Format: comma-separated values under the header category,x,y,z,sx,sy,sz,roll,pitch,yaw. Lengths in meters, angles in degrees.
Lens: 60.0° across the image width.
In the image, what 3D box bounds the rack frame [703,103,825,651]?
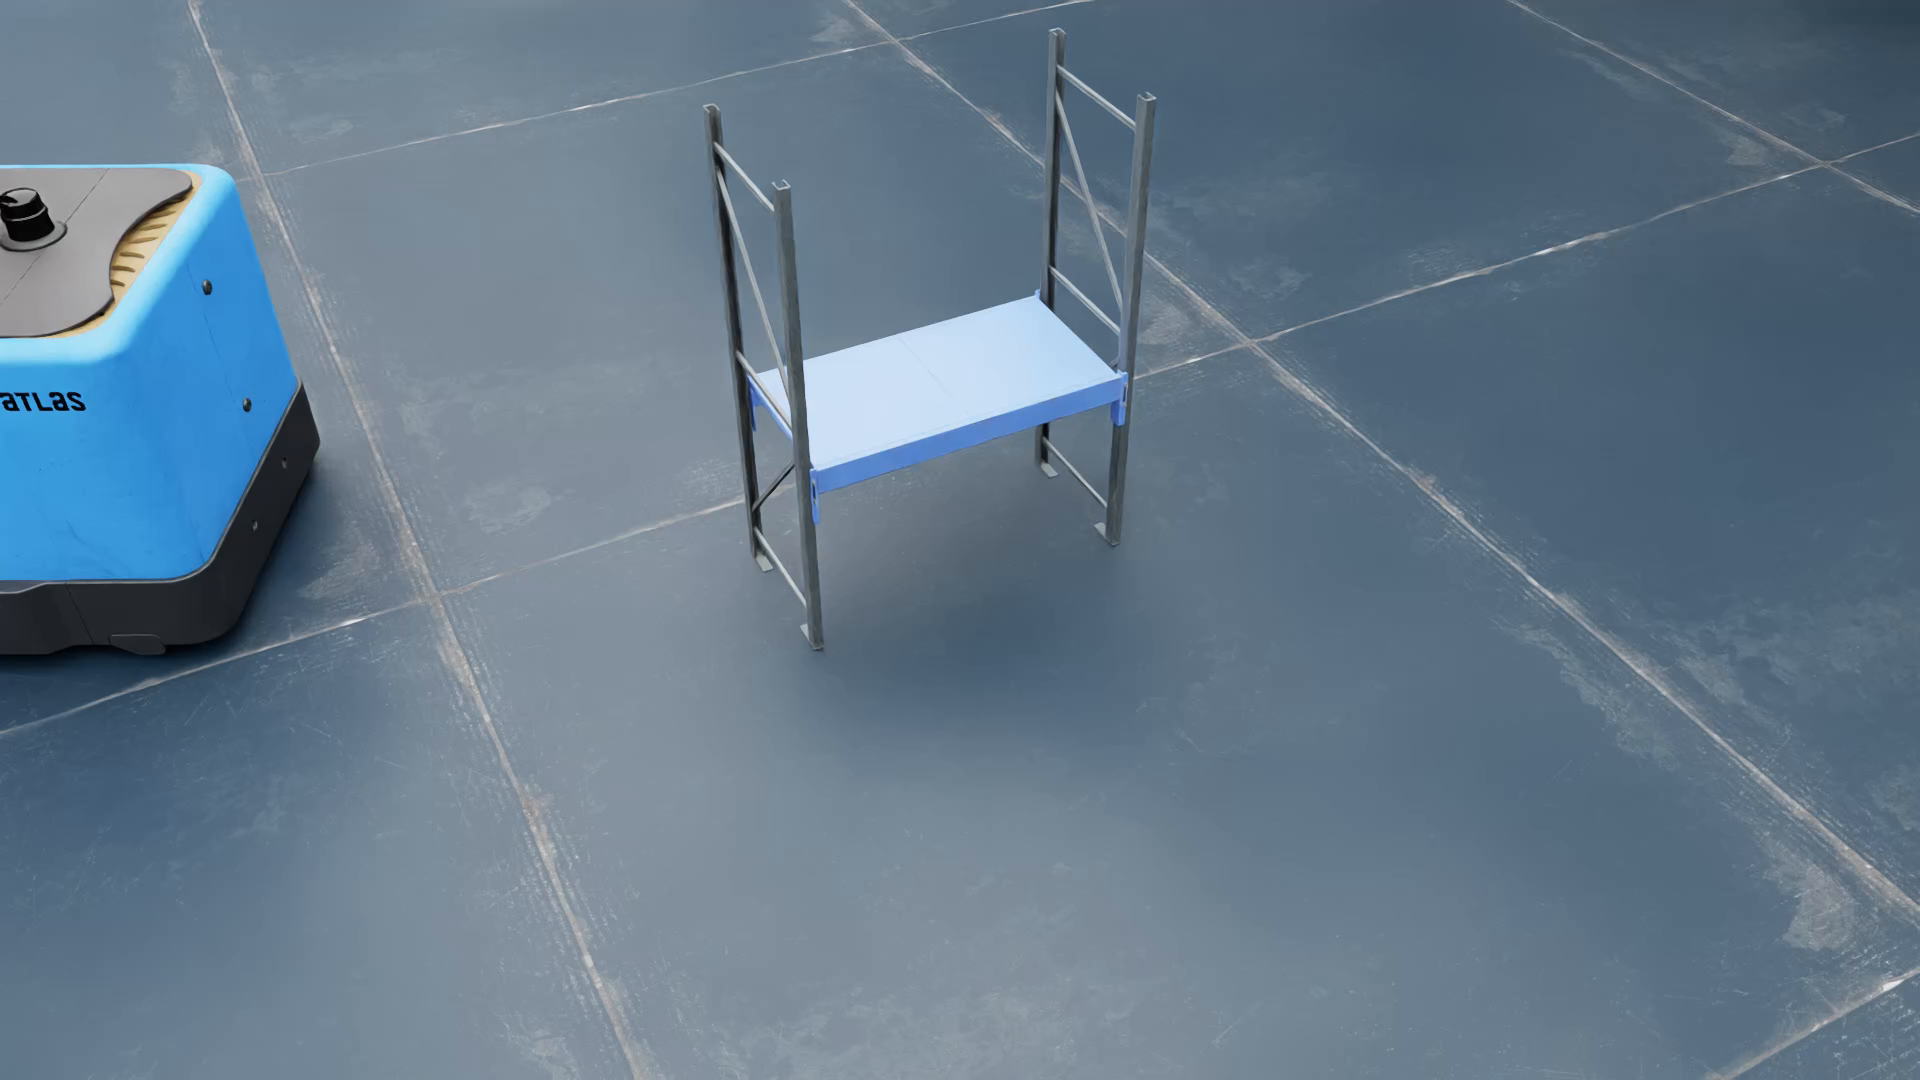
category,x,y,z,sx,sy,sz,roll,pitch,yaw
rack frame,-0.527,-0.395,4.556,0.032,1.500,0.500,-19,44,-21

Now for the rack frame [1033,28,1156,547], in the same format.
category,x,y,z,sx,sy,sz,roll,pitch,yaw
rack frame,0.375,-0.699,4.915,0.032,1.500,0.500,-19,44,-21

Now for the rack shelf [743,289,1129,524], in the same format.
category,x,y,z,sx,sy,sz,roll,pitch,yaw
rack shelf,-0.076,-0.410,4.852,1.000,0.185,0.538,-19,44,-21

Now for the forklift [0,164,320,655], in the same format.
category,x,y,z,sx,sy,sz,roll,pitch,yaw
forklift,-3.630,-1.091,4.271,3.031,2.935,1.130,0,40,-1

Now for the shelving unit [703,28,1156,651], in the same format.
category,x,y,z,sx,sy,sz,roll,pitch,yaw
shelving unit,-0.076,-0.547,4.735,1.048,1.500,0.538,-19,44,-21
